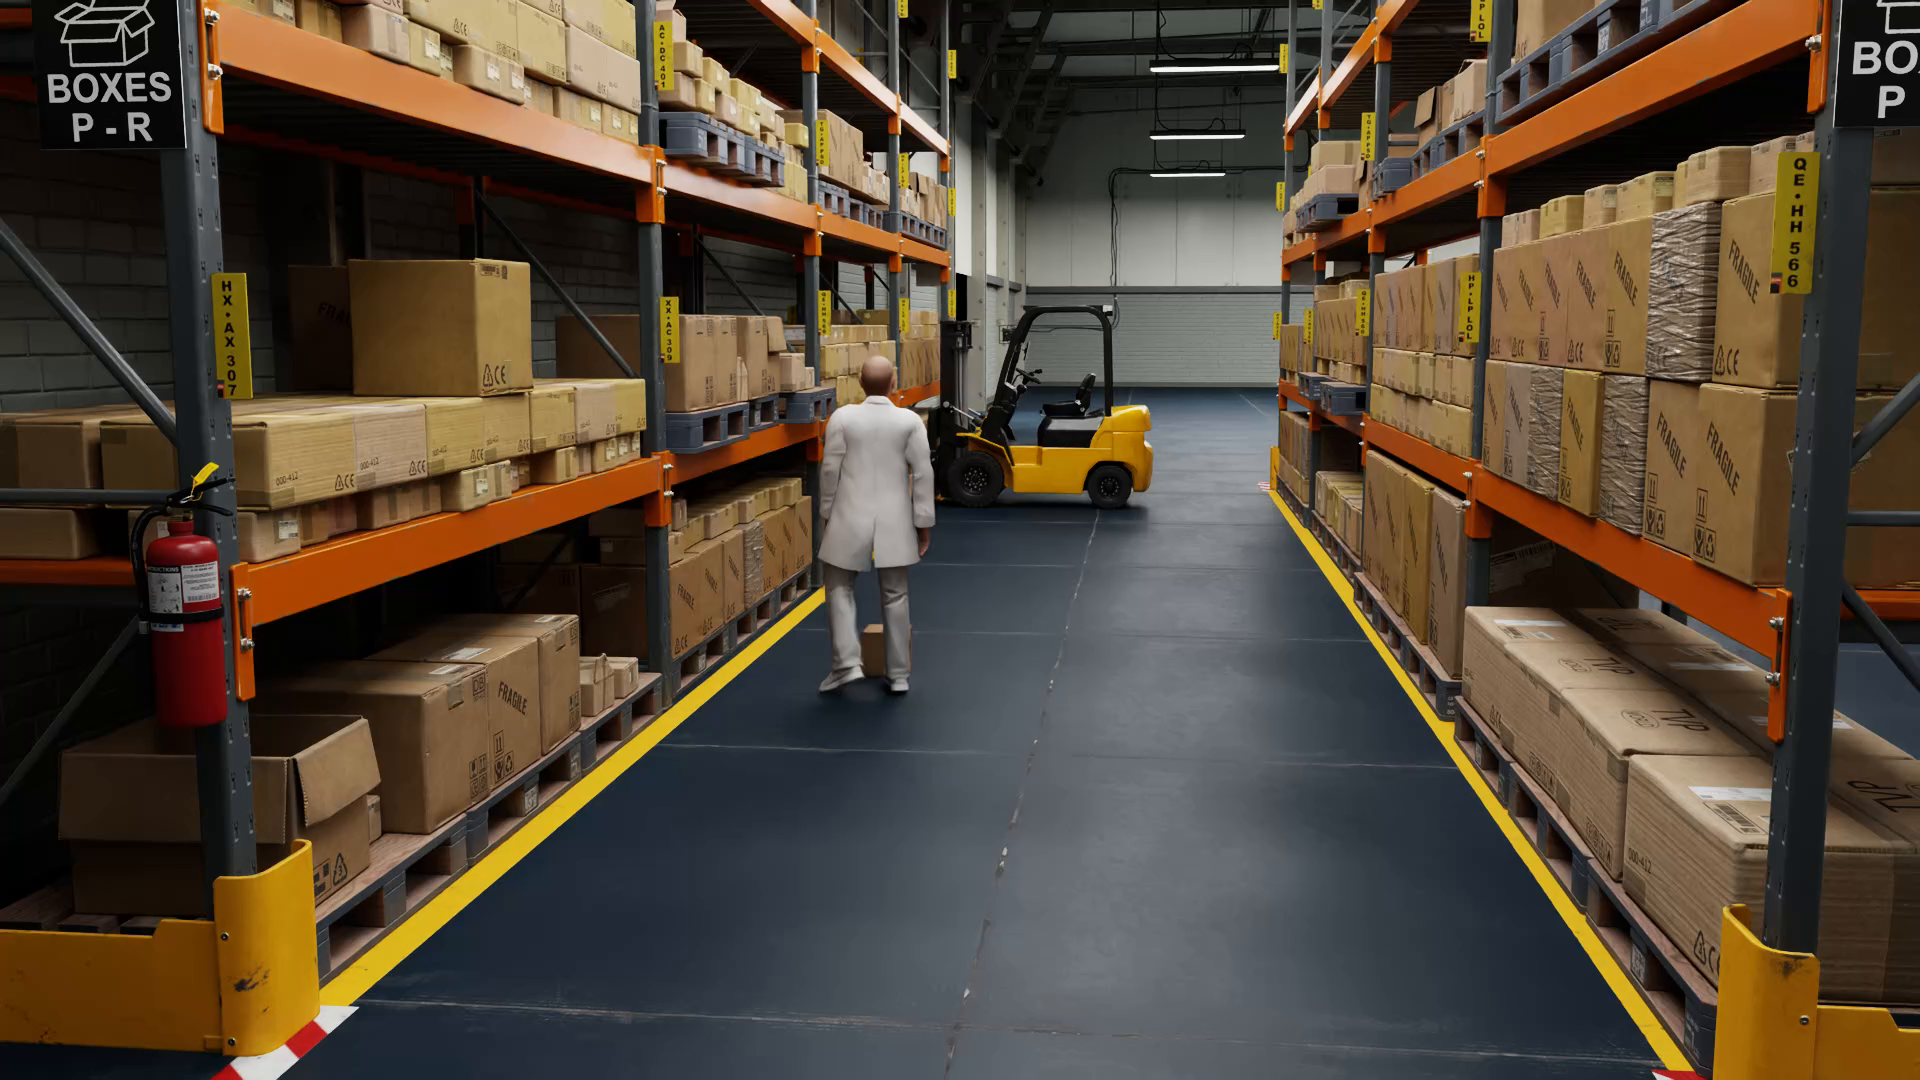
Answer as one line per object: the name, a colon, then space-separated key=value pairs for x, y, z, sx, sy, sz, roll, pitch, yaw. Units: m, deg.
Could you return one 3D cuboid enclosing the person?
person: x=-0.446 y=-0.075 z=8.848 sx=0.623 sy=1.804 sz=0.440 roll=-1 pitch=7 yaw=-7
